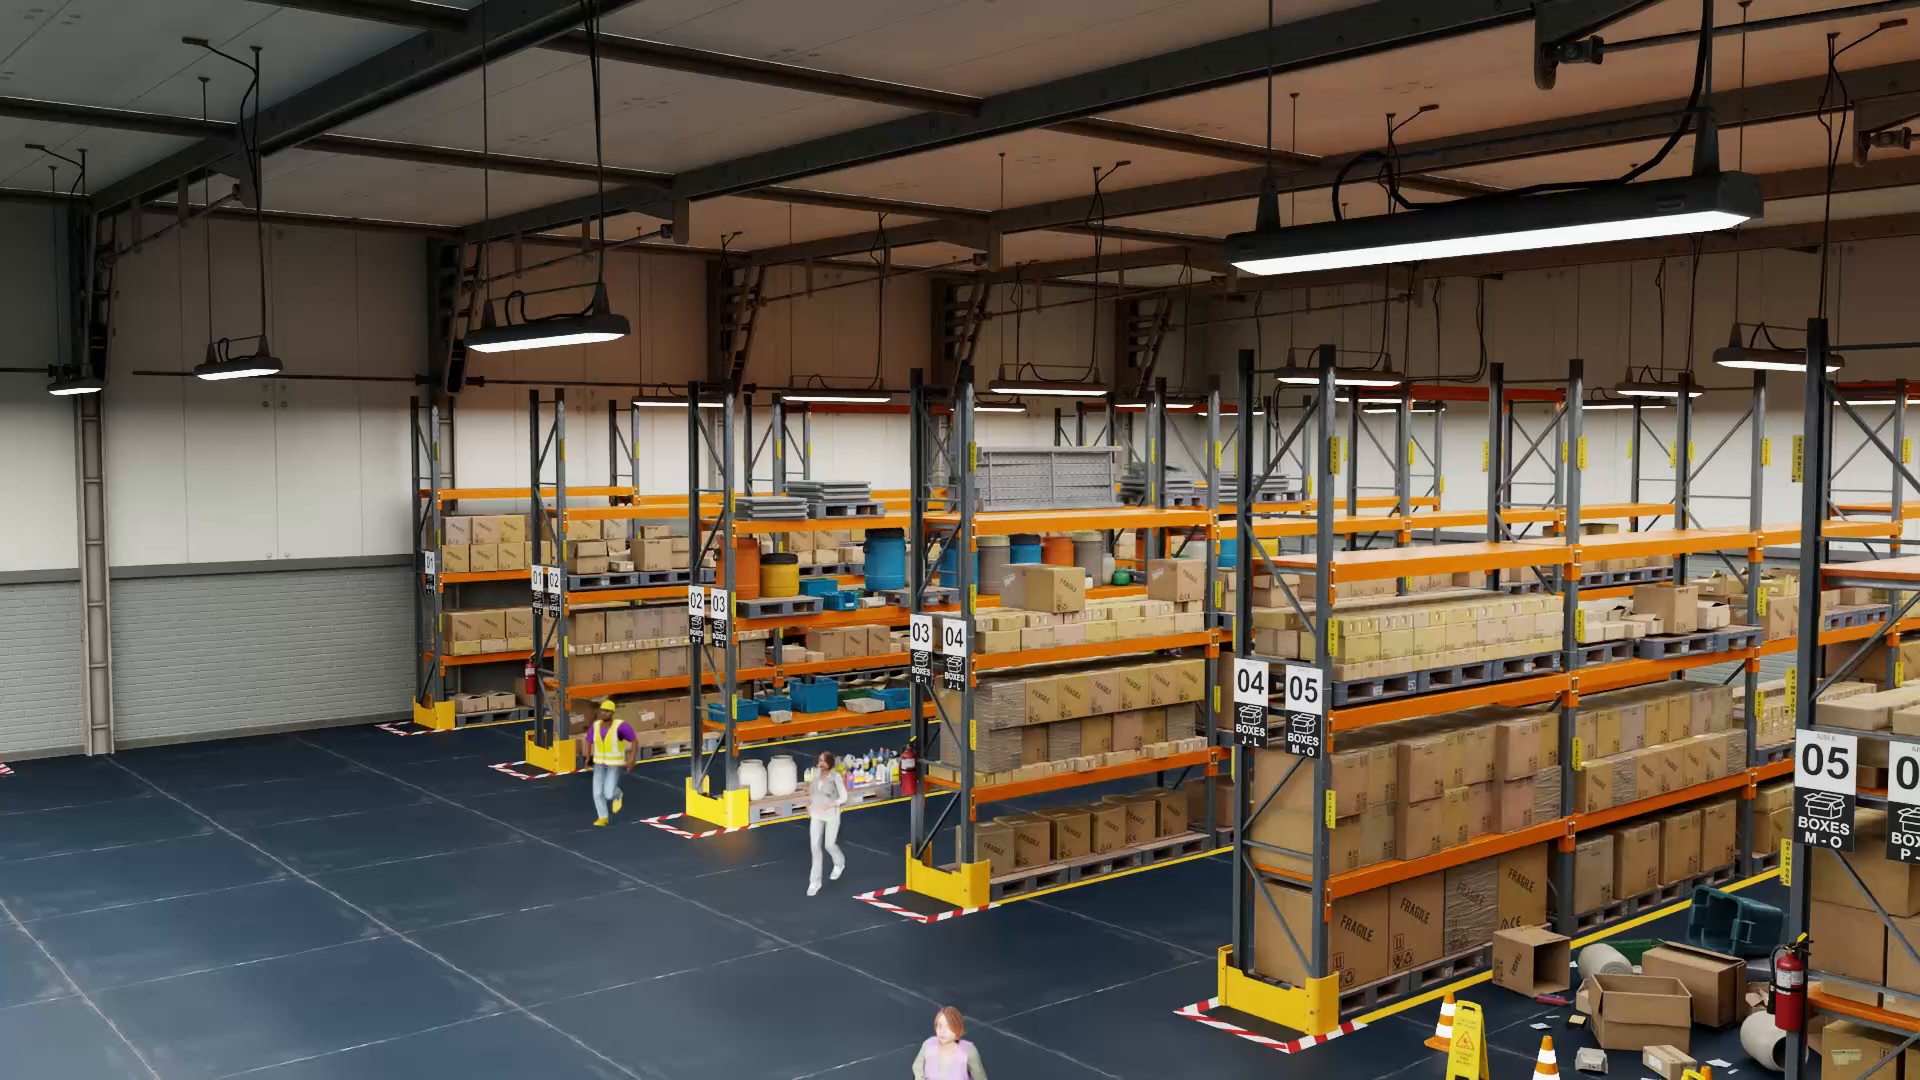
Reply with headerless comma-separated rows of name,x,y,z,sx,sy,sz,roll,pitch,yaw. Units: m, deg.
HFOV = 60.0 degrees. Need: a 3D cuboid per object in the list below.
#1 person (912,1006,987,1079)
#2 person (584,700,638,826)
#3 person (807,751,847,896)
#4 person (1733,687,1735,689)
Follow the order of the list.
person,-0.071,3.745,10.581,0.512,1.578,0.631,0,3,5
person,-4.709,2.990,22.351,0.720,1.698,0.606,1,3,13
person,-1.538,3.228,19.225,0.539,1.609,0.798,1,4,20
person,11.161,2.915,23.936,0.717,1.643,0.649,-3,5,-42
